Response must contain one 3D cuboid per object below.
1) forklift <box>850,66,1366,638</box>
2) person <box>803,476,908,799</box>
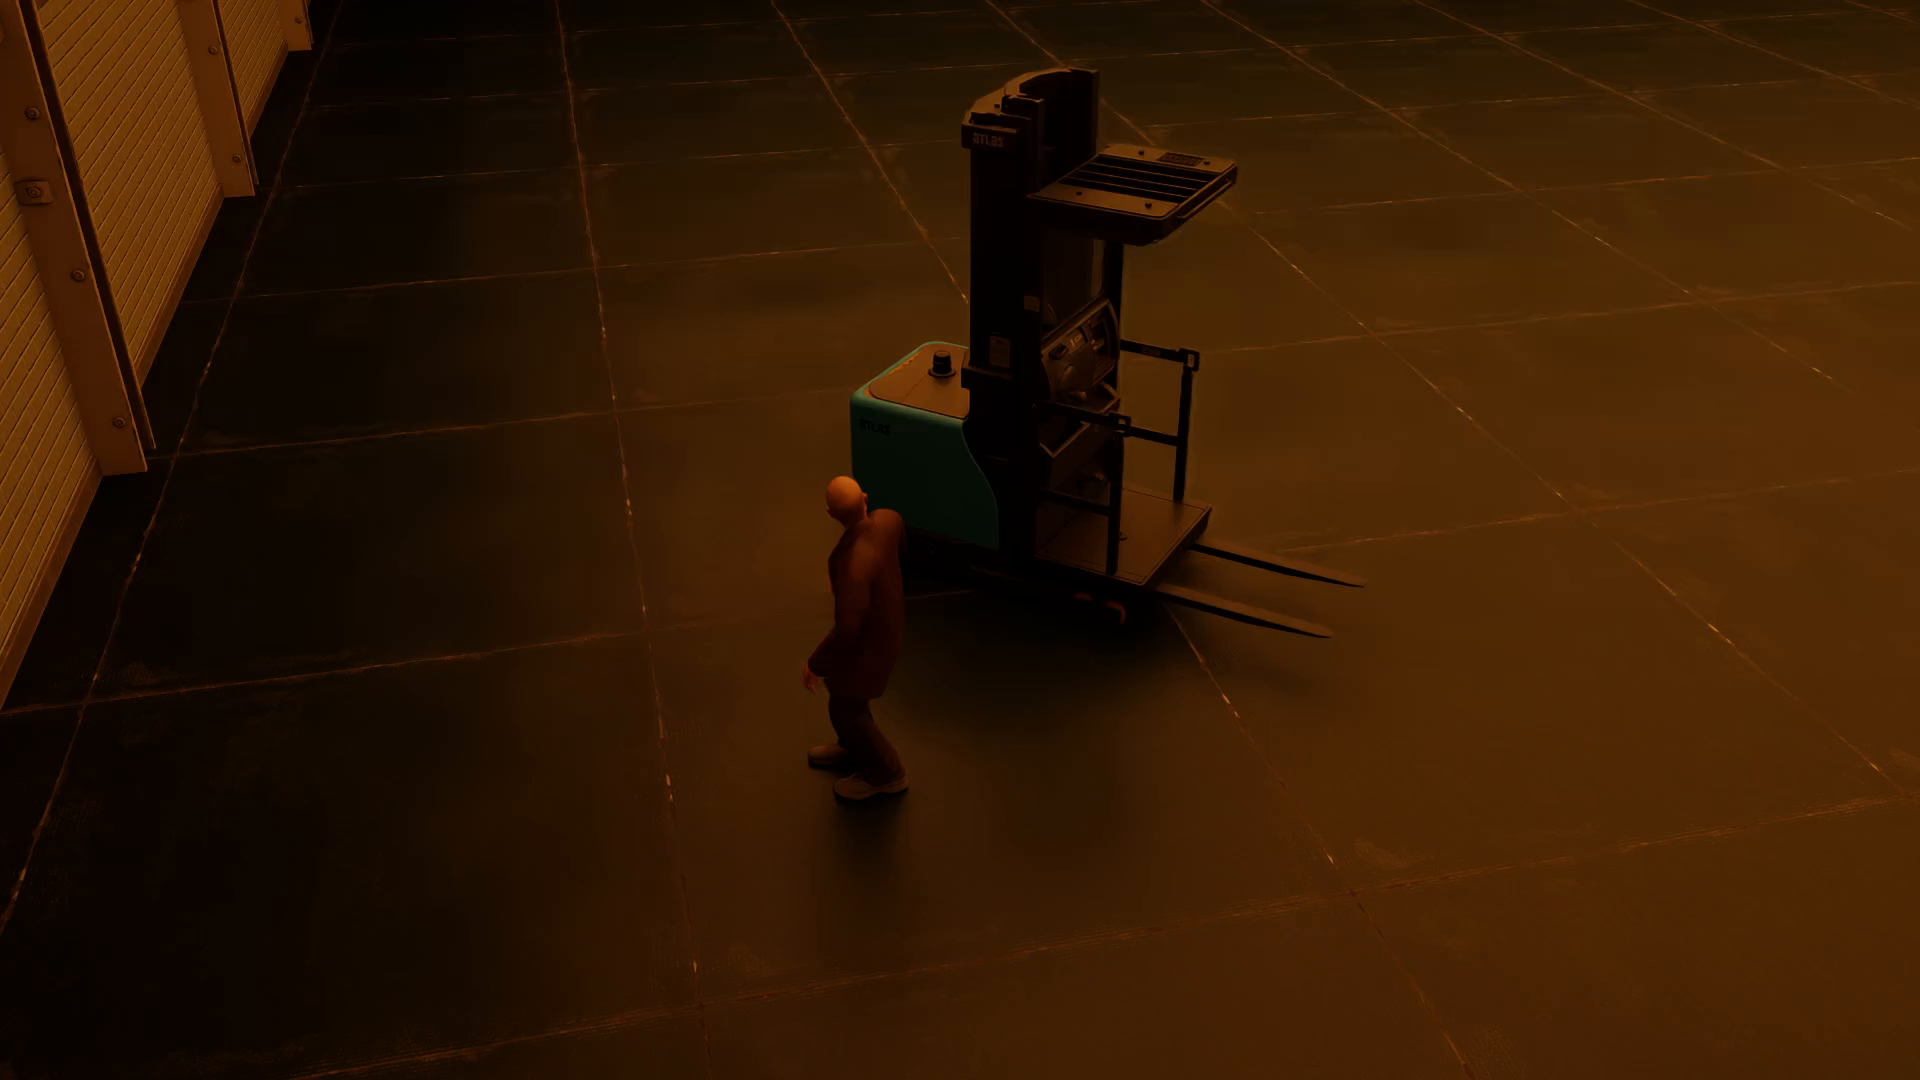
[{"bbox_3d":[0.869,-1.054,9.394,3.031,2.935,1.130,15,33,25],"label":"forklift"},{"bbox_3d":[-0.531,0.469,7.971,0.549,1.742,0.792,4,30,7],"label":"person"}]
